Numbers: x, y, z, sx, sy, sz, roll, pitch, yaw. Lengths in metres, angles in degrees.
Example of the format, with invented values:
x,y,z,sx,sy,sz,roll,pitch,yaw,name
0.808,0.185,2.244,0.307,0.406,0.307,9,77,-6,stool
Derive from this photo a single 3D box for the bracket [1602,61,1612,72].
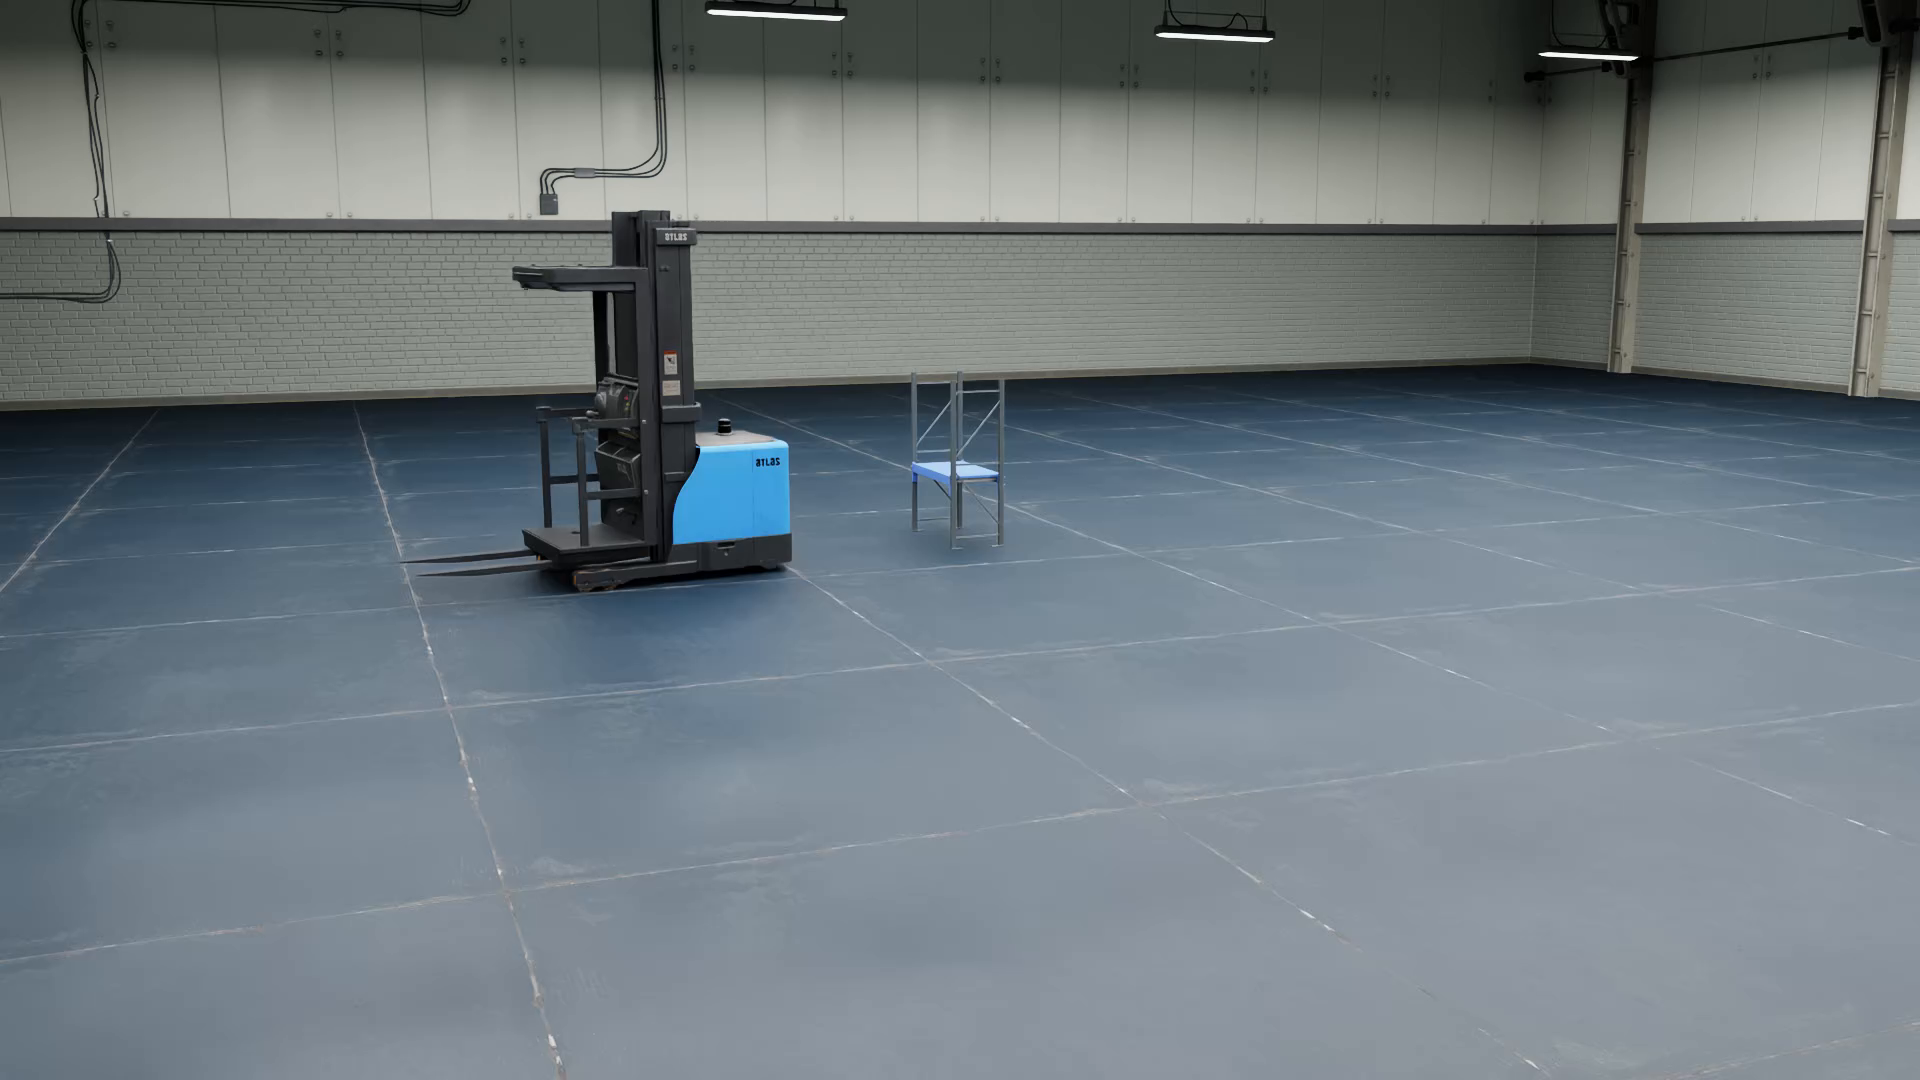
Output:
x,y,z,sx,sy,sz,roll,pitch,yaw,name
13.483,-9.799,34.363,0.235,0.232,0.430,-4,11,-21,bracket

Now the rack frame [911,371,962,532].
x,y,z,sx,sy,sz,roll,pitch,yaw,name
-0.215,-0.835,15.663,0.500,1.500,0.032,-4,11,-21,rack frame

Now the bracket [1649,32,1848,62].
x,y,z,sx,sy,sz,roll,pitch,yaw,name
14.718,-9.243,31.238,0.076,0.066,4.783,-4,11,-21,bracket

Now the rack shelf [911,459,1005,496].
x,y,z,sx,sy,sz,roll,pitch,yaw,name
-0.031,-0.575,15.228,0.538,0.185,1.000,-4,11,-21,rack shelf

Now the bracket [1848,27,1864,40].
x,y,z,sx,sy,sz,roll,pitch,yaw,name
15.658,-8.819,28.858,0.235,0.232,0.430,-4,11,-21,bracket

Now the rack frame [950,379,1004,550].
x,y,z,sx,sy,sz,roll,pitch,yaw,name
0.153,-0.669,14.730,0.500,1.500,0.032,-4,11,-21,rack frame

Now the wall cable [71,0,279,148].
x,y,z,sx,sy,sz,roll,pitch,yaw,name
-12.708,-7.677,27.156,3.097,2.526,0.112,-4,11,-21,wall cable

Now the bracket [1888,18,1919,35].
x,y,z,sx,sy,sz,roll,pitch,yaw,name
15.958,-8.684,28.096,0.235,0.232,0.430,-4,11,-21,bracket

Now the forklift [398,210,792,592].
x,y,z,sx,sy,sz,roll,pitch,yaw,name
-2.936,-1.141,13.295,3.031,2.935,1.130,-6,12,-29,forklift

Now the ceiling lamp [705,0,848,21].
x,y,z,sx,sy,sz,roll,pitch,yaw,name
-2.680,-8.996,23.460,2.000,3.185,0.800,-4,11,-21,ceiling lamp

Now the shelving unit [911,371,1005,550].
x,y,z,sx,sy,sz,roll,pitch,yaw,name
-0.031,-0.752,15.197,0.538,1.500,1.048,-4,11,-21,shelving unit

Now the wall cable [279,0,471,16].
x,y,z,sx,sy,sz,roll,pitch,yaw,name
-9.824,-10.112,27.862,3.097,2.526,0.112,-4,11,-21,wall cable

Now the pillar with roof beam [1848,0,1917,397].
x,y,z,sx,sy,sz,roll,pitch,yaw,name
12.126,-6.729,27.383,9.100,9.000,0.548,-4,11,-21,pillar with roof beam

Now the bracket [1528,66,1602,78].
x,y,z,sx,sy,sz,roll,pitch,yaw,name
12.839,-10.089,35.996,0.076,0.066,3.189,-4,11,-21,bracket

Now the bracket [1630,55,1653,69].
x,y,z,sx,sy,sz,roll,pitch,yaw,name
13.784,-9.663,33.602,0.235,0.232,0.430,-4,11,-21,bracket

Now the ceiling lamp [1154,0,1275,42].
x,y,z,sx,sy,sz,roll,pitch,yaw,name
3.900,-9.444,25.979,2.000,3.185,0.800,-4,11,-21,ceiling lamp

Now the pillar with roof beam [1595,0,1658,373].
x,y,z,sx,sy,sz,roll,pitch,yaw,name
9.952,-7.708,32.889,9.100,9.000,0.548,-4,11,-21,pillar with roof beam

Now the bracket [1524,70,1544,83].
x,y,z,sx,sy,sz,roll,pitch,yaw,name
12.624,-10.186,36.538,0.235,0.232,0.430,-4,11,-21,bracket

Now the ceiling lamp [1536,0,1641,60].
x,y,z,sx,sy,sz,roll,pitch,yaw,name
10.741,-9.910,28.598,2.000,3.185,0.800,-4,11,-21,ceiling lamp

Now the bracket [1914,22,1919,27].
x,y,z,sx,sy,sz,roll,pitch,yaw,name
16.892,-8.263,25.732,0.076,0.066,4.783,-4,11,-21,bracket

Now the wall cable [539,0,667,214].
x,y,z,sx,sy,sz,roll,pitch,yaw,name
-6.376,-8.821,29.436,2.305,6.003,0.169,-4,11,-21,wall cable

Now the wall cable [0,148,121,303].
x,y,z,sx,sy,sz,roll,pitch,yaw,name
-15.230,-5.018,26.633,3.097,2.526,0.112,-4,11,-21,wall cable
